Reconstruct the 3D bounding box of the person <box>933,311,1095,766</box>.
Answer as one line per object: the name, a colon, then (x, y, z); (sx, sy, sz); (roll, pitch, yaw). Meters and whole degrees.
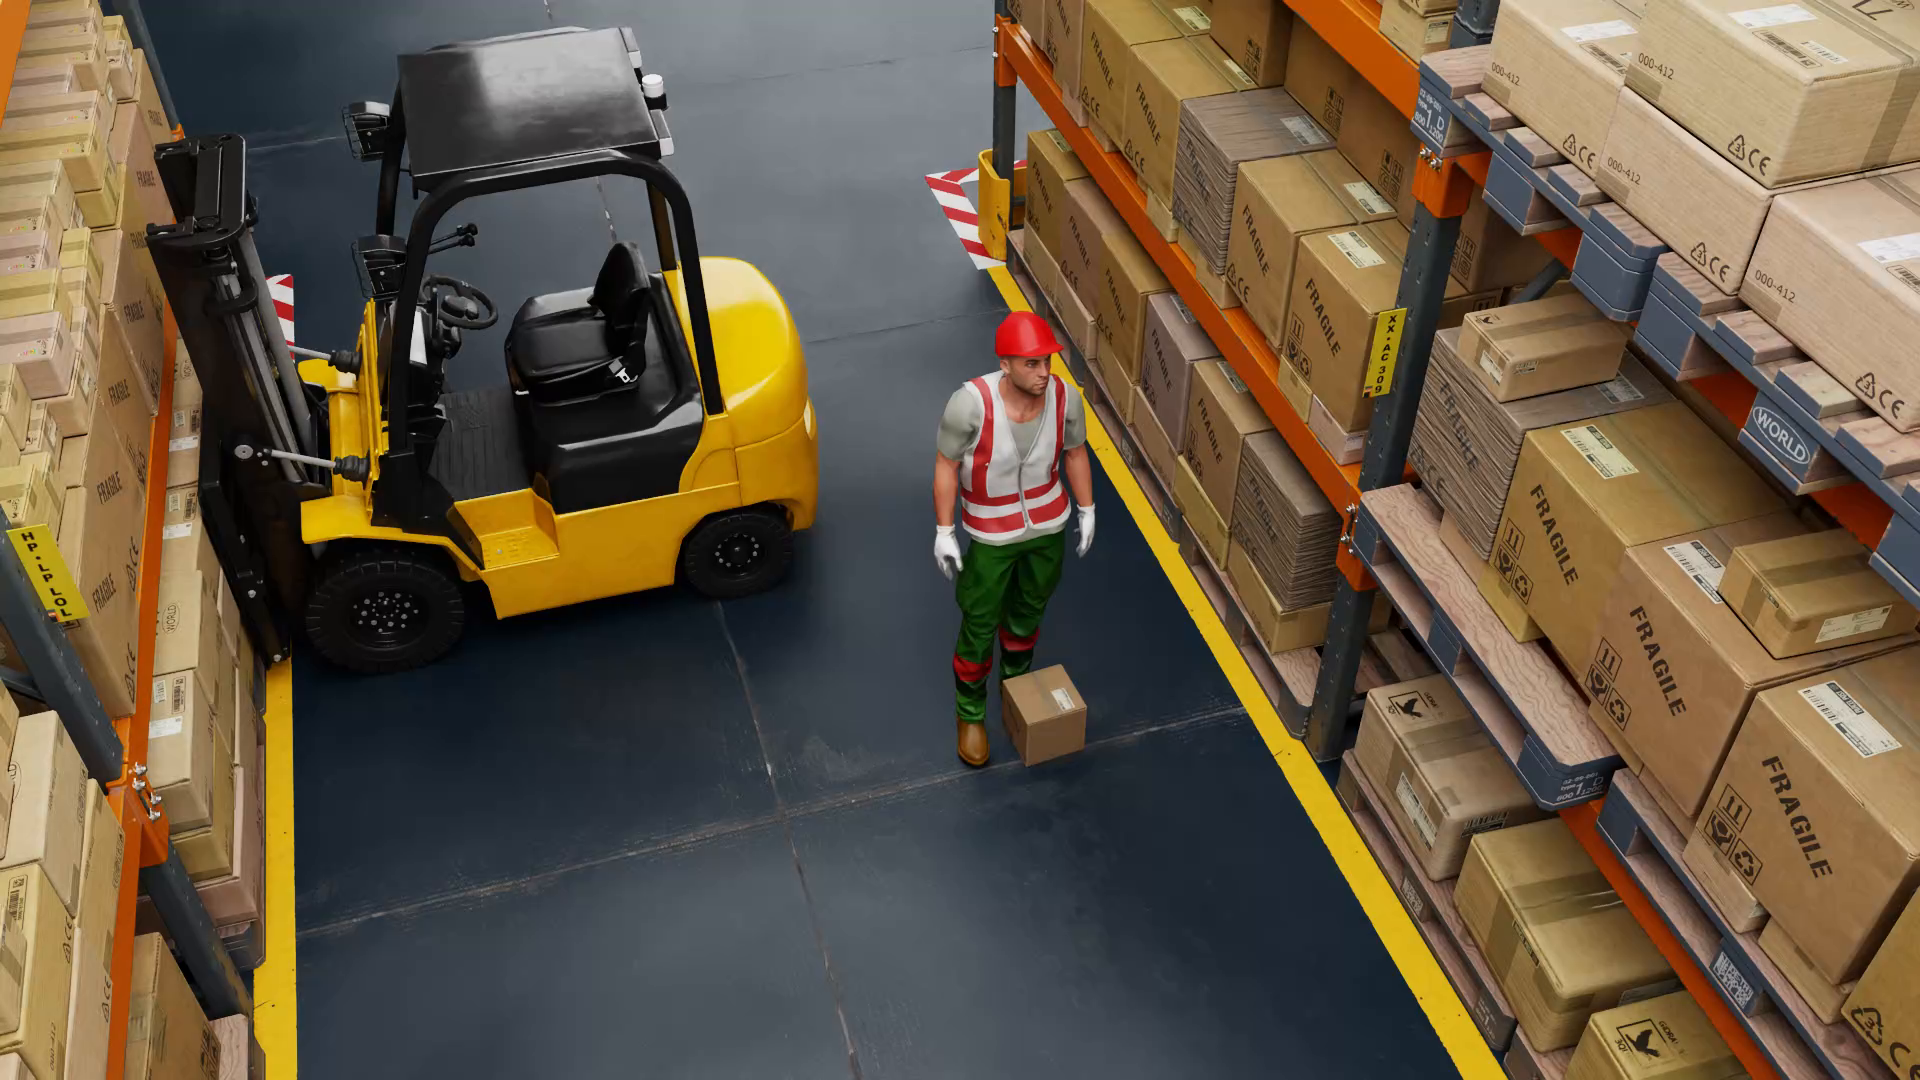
person: (0.222, -0.003, 6.131); (0.638, 1.787, 0.565); (-13, 43, -14)
